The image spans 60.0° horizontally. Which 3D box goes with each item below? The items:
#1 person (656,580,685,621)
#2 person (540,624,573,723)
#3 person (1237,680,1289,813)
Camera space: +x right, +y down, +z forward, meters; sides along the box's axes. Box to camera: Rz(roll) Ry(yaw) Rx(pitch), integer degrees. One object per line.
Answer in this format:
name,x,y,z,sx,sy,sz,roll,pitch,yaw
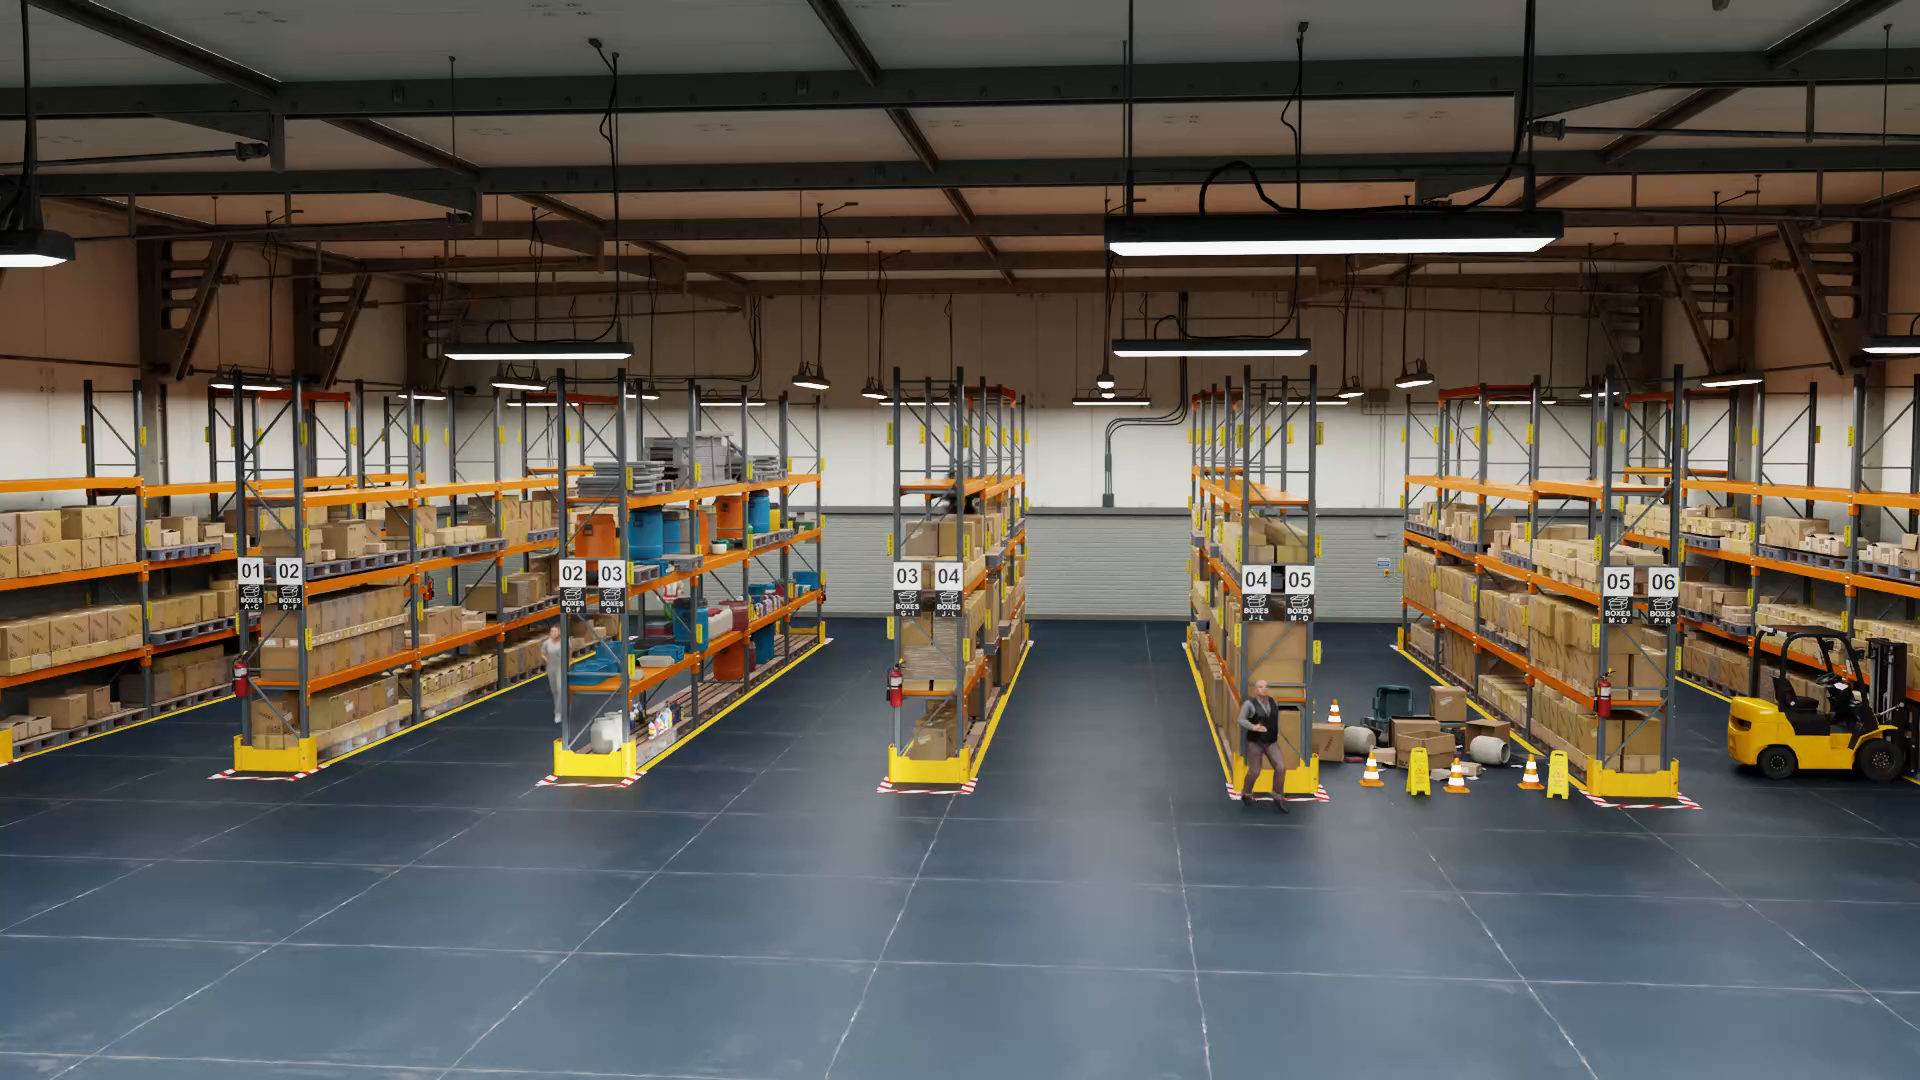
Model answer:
person,-7.105,1.559,40.949,0.667,1.796,0.927,-2,4,-24
person,-7.145,2.330,29.443,0.518,1.696,0.878,0,4,2
person,4.058,2.738,22.244,0.709,1.726,0.761,-1,4,-20
